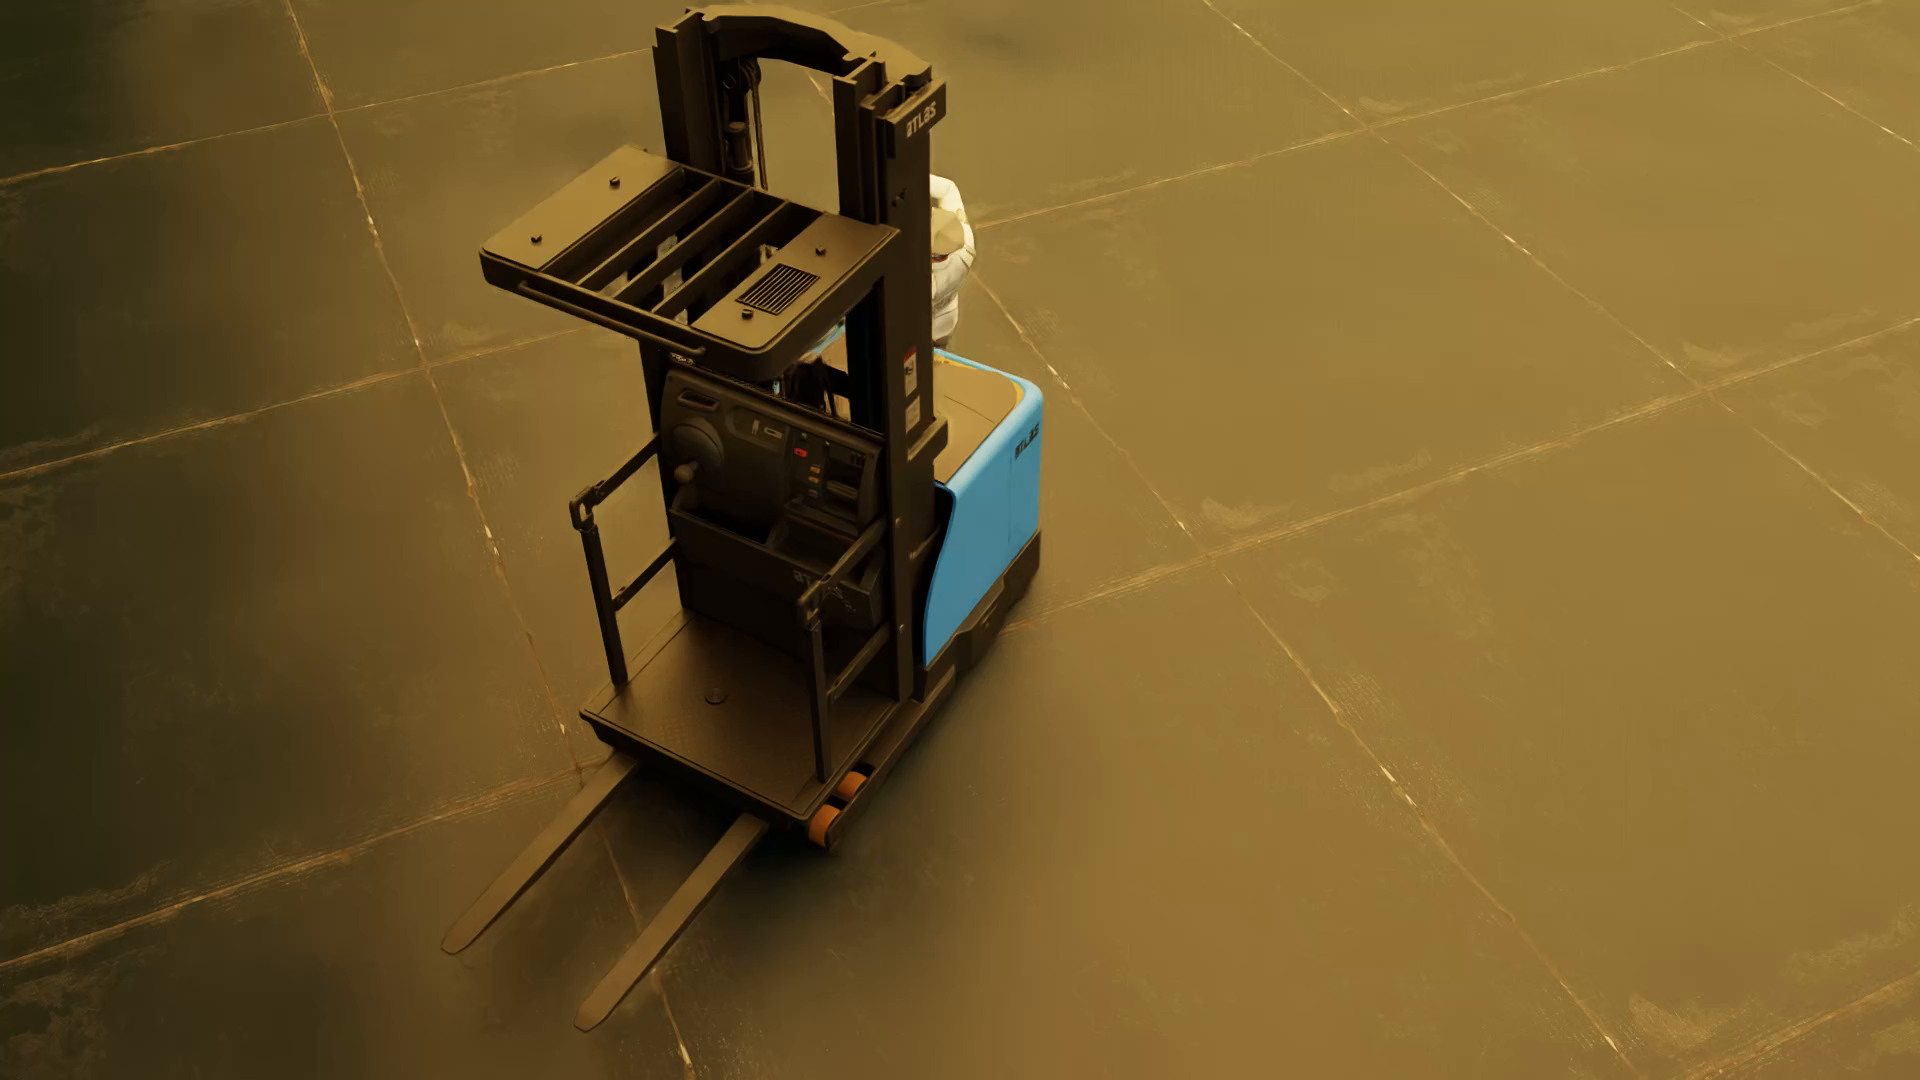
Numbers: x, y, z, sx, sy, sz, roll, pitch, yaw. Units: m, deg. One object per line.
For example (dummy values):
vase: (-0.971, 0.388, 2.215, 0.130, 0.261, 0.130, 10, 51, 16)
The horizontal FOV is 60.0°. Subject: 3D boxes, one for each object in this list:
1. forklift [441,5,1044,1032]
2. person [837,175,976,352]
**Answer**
forklift: (-0.808, -0.229, 5.926, 1.130, 2.935, 3.031, 22, 47, 22)
person: (-0.439, -1.025, 7.850, 1.015, 1.522, 0.826, -24, 48, -23)
